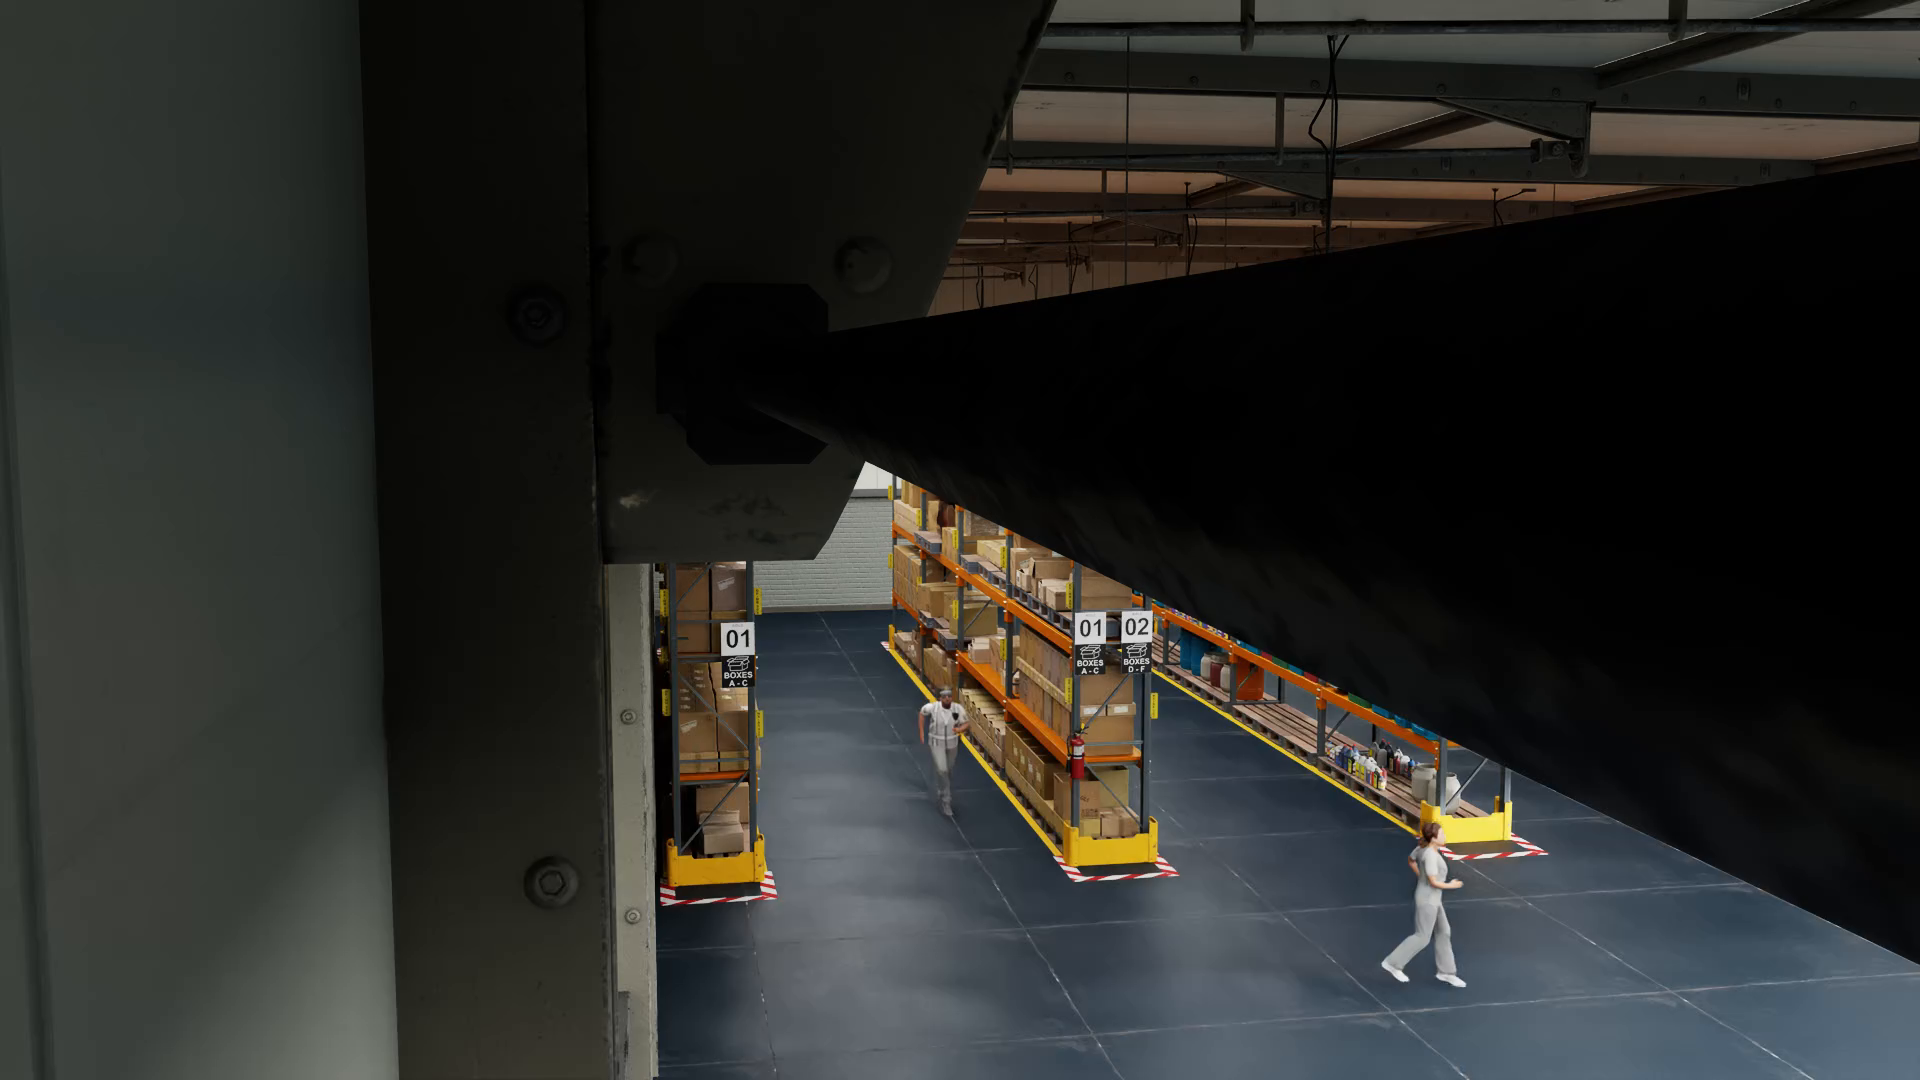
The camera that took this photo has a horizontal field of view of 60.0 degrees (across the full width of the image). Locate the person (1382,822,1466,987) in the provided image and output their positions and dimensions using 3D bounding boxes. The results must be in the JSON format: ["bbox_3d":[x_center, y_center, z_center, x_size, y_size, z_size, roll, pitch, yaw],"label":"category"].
[{"bbox_3d":[4.714,3.689,16.820,0.846,1.687,0.582,1,6,11],"label":"person"}]

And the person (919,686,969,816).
[{"bbox_3d":[-0.221,2.926,23.519,0.688,1.827,0.937,-1,6,-11],"label":"person"}]
